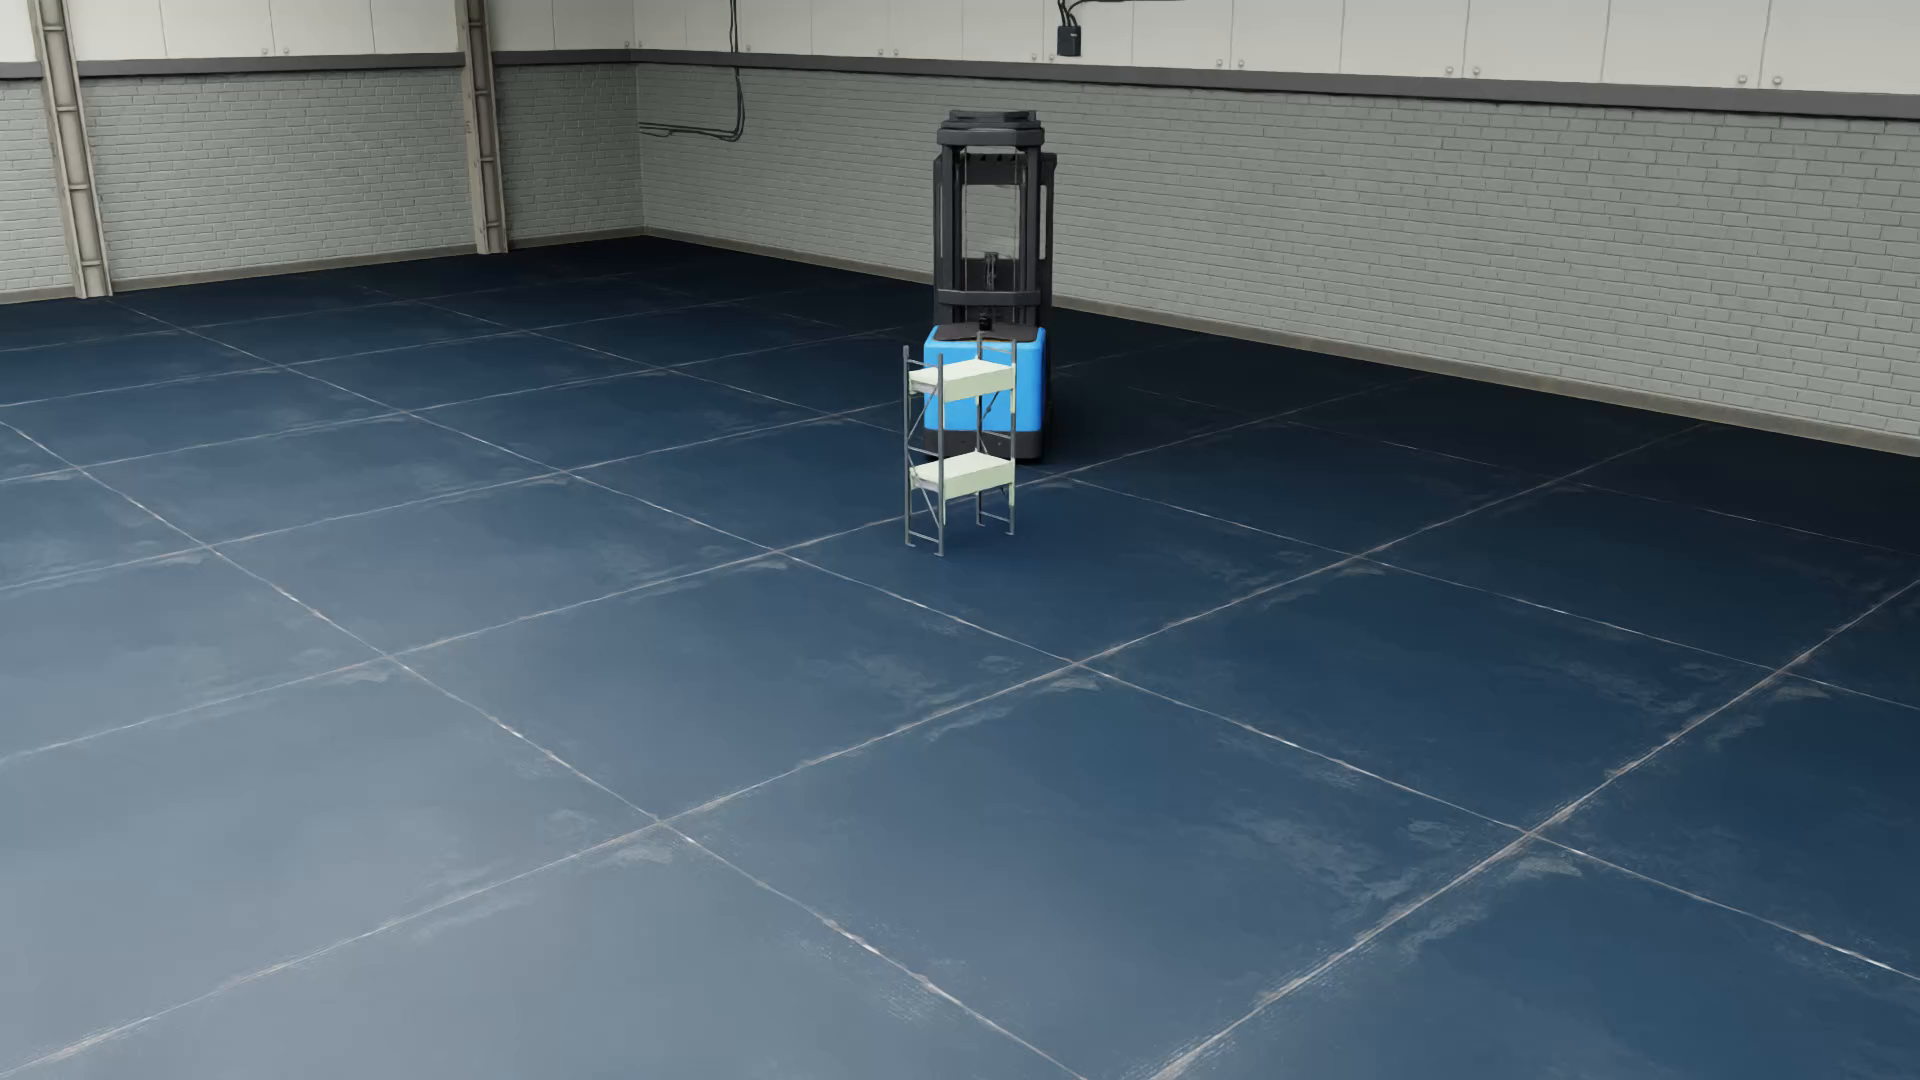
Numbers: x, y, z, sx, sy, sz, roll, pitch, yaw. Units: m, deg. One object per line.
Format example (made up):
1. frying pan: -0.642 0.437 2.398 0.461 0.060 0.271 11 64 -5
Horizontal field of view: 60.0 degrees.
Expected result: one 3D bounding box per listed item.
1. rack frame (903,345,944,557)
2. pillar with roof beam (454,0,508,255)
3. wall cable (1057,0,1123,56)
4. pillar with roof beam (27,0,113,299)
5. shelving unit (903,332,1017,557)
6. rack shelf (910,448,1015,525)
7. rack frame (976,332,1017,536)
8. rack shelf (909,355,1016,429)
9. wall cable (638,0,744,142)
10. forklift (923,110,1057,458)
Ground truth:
1. rack frame: -0.261 -0.637 12.019 0.023 1.500 0.400 -16 24 -41
2. pillar with roof beam: -4.561 -7.937 22.374 0.400 9.000 9.100 -16 24 -41
3. wall cable: 2.042 -8.717 19.265 0.169 6.003 2.305 -16 24 -41
4. pillar with roof beam: -8.920 -6.666 18.453 0.400 9.000 9.100 -16 24 -41
5. shelving unit: 0.005 -0.715 12.258 0.755 1.500 0.431 -16 24 -41
6. rack shelf: 0.005 -0.405 12.358 0.720 0.370 0.431 -16 24 -41
7. rack frame: 0.271 -0.792 12.497 0.023 1.500 0.400 -16 24 -41
8. rack shelf: 0.005 -1.086 12.137 0.720 0.370 0.431 -16 24 -41
9. wall cable: -4.469 -7.753 26.840 0.112 2.526 3.097 -16 24 -41
10. forklift: 0.325 -2.509 15.472 1.130 2.935 3.031 2 18 5
